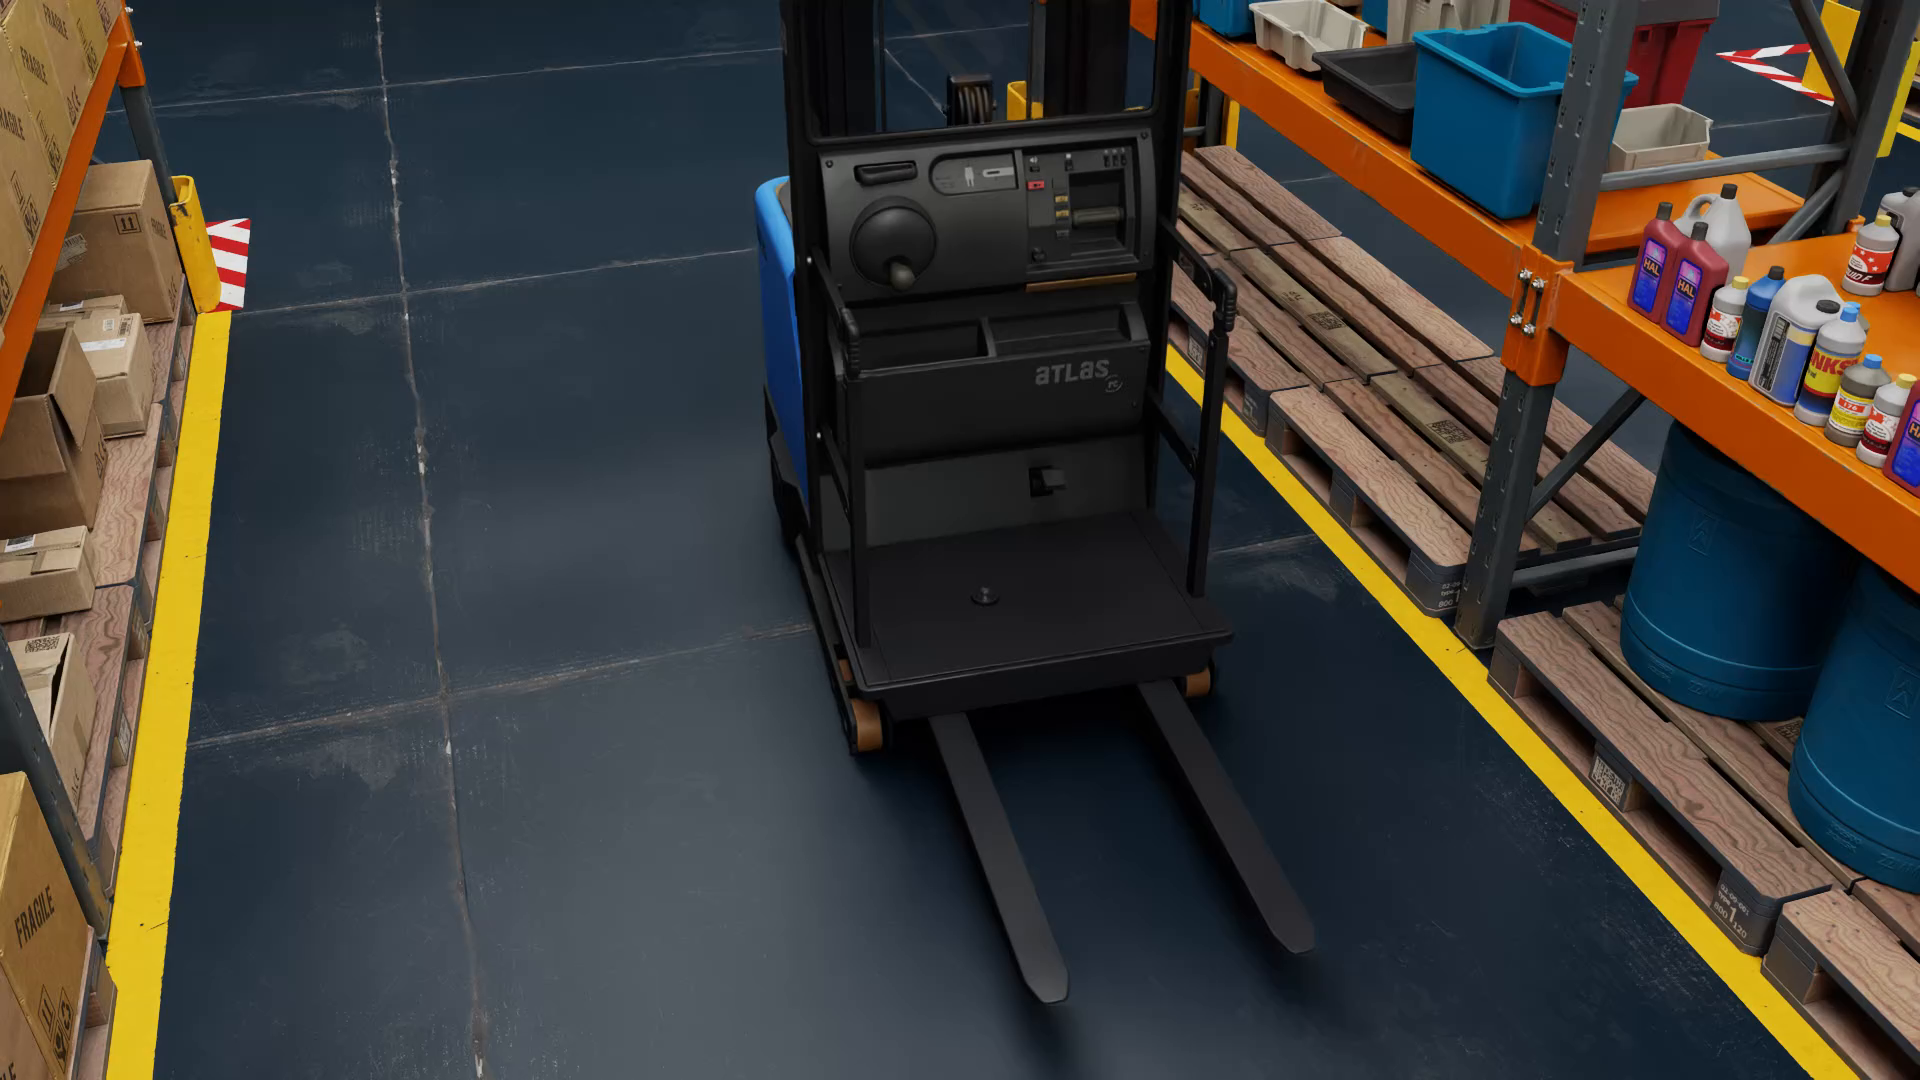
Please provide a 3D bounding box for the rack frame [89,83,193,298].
[{"bbox_3d":[-3.872,-2.282,6.483,1.000,3.000,0.127,-10,35,-15],"label":"rack frame"}]

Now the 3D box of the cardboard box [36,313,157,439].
[{"bbox_3d":[-3.211,-0.571,5.988,0.500,0.250,0.500,-10,35,-15],"label":"cardboard box"}]

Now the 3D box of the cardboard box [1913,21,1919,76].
[{"bbox_3d":[5.834,-2.912,8.983,0.875,0.875,0.875,-10,35,-15],"label":"cardboard box"}]

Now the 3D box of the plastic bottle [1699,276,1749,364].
[{"bbox_3d":[1.865,-0.539,4.024,0.097,0.201,0.097,0,33,0],"label":"plastic bottle"}]

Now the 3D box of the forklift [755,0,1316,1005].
[{"bbox_3d":[0.141,-0.843,4.367,1.130,2.935,3.031,-8,34,-12],"label":"forklift"}]

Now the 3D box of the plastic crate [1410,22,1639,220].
[{"bbox_3d":[1.599,-1.219,4.835,0.392,0.384,0.575,-10,35,-15],"label":"plastic crate"}]

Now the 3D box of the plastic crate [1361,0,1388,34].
[{"bbox_3d":[1.717,-2.033,6.204,0.416,0.233,0.300,-10,35,-15],"label":"plastic crate"}]

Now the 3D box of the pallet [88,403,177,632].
[{"bbox_3d":[-3.237,-0.021,5.591,1.003,0.211,1.213,-10,35,-15],"label":"pallet"}]

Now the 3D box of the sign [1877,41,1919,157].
[{"bbox_3d":[2.591,-1.220,4.625,0.100,0.325,0.005,-10,35,-15],"label":"sign"}]

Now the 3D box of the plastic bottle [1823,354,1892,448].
[{"bbox_3d":[1.995,-0.315,3.685,0.097,0.201,0.097,0,33,0],"label":"plastic bottle"}]

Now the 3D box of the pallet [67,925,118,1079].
[{"bbox_3d":[-2.368,1.402,3.437,1.003,0.211,1.213,-10,35,-15],"label":"pallet"}]

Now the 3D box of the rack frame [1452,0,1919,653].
[{"bbox_3d":[2.066,-1.013,4.563,1.000,3.000,0.127,-10,35,-15],"label":"rack frame"}]

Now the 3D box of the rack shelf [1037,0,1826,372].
[{"bbox_3d":[1.456,-1.763,6.350,1.077,0.370,4.000,-10,35,-15],"label":"rack shelf"}]

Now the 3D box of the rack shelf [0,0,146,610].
[{"bbox_3d":[-3.262,-0.932,5.092,1.077,0.370,4.000,-10,35,-15],"label":"rack shelf"}]

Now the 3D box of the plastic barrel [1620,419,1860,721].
[{"bbox_3d":[2.216,-0.025,4.589,0.600,0.901,0.708,-10,35,-15],"label":"plastic barrel"}]

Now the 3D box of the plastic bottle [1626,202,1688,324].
[{"bbox_3d":[1.772,-0.700,4.195,0.061,0.283,0.133,-10,35,-15],"label":"plastic bottle"}]

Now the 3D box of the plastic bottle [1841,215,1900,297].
[{"bbox_3d":[2.381,-0.747,4.340,0.097,0.201,0.097,0,33,0],"label":"plastic bottle"}]

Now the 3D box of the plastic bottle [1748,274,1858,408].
[{"bbox_3d":[1.956,-0.462,3.841,0.152,0.276,0.135,-10,35,-15],"label":"plastic bottle"}]

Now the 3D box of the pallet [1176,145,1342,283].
[{"bbox_3d":[1.061,-1.510,7.844,1.003,0.211,1.213,-10,35,-15],"label":"pallet"}]

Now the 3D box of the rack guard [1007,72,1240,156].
[{"bbox_3d":[0.826,-2.081,8.446,1.175,0.500,0.348,-10,35,-15],"label":"rack guard"}]

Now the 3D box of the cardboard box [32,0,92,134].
[{"bbox_3d":[-3.168,-1.600,5.360,0.500,0.500,0.500,-10,35,-14],"label":"cardboard box"}]

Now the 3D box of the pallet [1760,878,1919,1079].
[{"bbox_3d":[2.638,1.204,3.737,1.003,0.211,1.213,-10,35,-15],"label":"pallet"}]

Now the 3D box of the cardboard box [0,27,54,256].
[{"bbox_3d":[-2.858,-1.069,4.556,0.500,0.500,0.500,-10,35,-15],"label":"cardboard box"}]

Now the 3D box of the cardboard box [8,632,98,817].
[{"bbox_3d":[-2.574,0.499,4.313,0.500,0.311,0.500,-10,35,-15],"label":"cardboard box"}]

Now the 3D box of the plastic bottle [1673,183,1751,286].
[{"bbox_3d":[1.877,-0.732,4.182,0.144,0.351,0.185,-10,35,-15],"label":"plastic bottle"}]

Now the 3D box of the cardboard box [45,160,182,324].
[{"bbox_3d":[-3.472,-1.179,6.682,0.500,0.500,0.500,-10,35,-15],"label":"cardboard box"}]

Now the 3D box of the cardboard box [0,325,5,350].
[{"bbox_3d":[-2.548,-0.537,3.752,0.500,0.500,0.500,-9,35,-13],"label":"cardboard box"}]

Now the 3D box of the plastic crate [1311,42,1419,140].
[{"bbox_3d":[1.469,-1.466,5.443,0.437,0.125,0.590,-10,35,-15],"label":"plastic crate"}]

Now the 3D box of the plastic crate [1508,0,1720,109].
[{"bbox_3d":[2.033,-1.576,5.302,0.402,0.464,0.583,-10,35,-15],"label":"plastic crate"}]

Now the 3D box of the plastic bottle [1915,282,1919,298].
[{"bbox_3d":[2.556,-0.722,4.301,0.097,0.201,0.097,0,33,0],"label":"plastic bottle"}]

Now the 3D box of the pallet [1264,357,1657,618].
[{"bbox_3d":[1.805,-0.229,5.906,1.003,0.211,1.213,-10,35,-15],"label":"pallet"}]

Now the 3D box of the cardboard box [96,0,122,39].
[{"bbox_3d":[-3.476,-2.135,6.169,0.500,0.500,0.500,-9,35,-13],"label":"cardboard box"}]

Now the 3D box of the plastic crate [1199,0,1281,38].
[{"bbox_3d":[1.101,-2.035,6.206,0.416,0.233,0.300,-10,35,-15],"label":"plastic crate"}]
